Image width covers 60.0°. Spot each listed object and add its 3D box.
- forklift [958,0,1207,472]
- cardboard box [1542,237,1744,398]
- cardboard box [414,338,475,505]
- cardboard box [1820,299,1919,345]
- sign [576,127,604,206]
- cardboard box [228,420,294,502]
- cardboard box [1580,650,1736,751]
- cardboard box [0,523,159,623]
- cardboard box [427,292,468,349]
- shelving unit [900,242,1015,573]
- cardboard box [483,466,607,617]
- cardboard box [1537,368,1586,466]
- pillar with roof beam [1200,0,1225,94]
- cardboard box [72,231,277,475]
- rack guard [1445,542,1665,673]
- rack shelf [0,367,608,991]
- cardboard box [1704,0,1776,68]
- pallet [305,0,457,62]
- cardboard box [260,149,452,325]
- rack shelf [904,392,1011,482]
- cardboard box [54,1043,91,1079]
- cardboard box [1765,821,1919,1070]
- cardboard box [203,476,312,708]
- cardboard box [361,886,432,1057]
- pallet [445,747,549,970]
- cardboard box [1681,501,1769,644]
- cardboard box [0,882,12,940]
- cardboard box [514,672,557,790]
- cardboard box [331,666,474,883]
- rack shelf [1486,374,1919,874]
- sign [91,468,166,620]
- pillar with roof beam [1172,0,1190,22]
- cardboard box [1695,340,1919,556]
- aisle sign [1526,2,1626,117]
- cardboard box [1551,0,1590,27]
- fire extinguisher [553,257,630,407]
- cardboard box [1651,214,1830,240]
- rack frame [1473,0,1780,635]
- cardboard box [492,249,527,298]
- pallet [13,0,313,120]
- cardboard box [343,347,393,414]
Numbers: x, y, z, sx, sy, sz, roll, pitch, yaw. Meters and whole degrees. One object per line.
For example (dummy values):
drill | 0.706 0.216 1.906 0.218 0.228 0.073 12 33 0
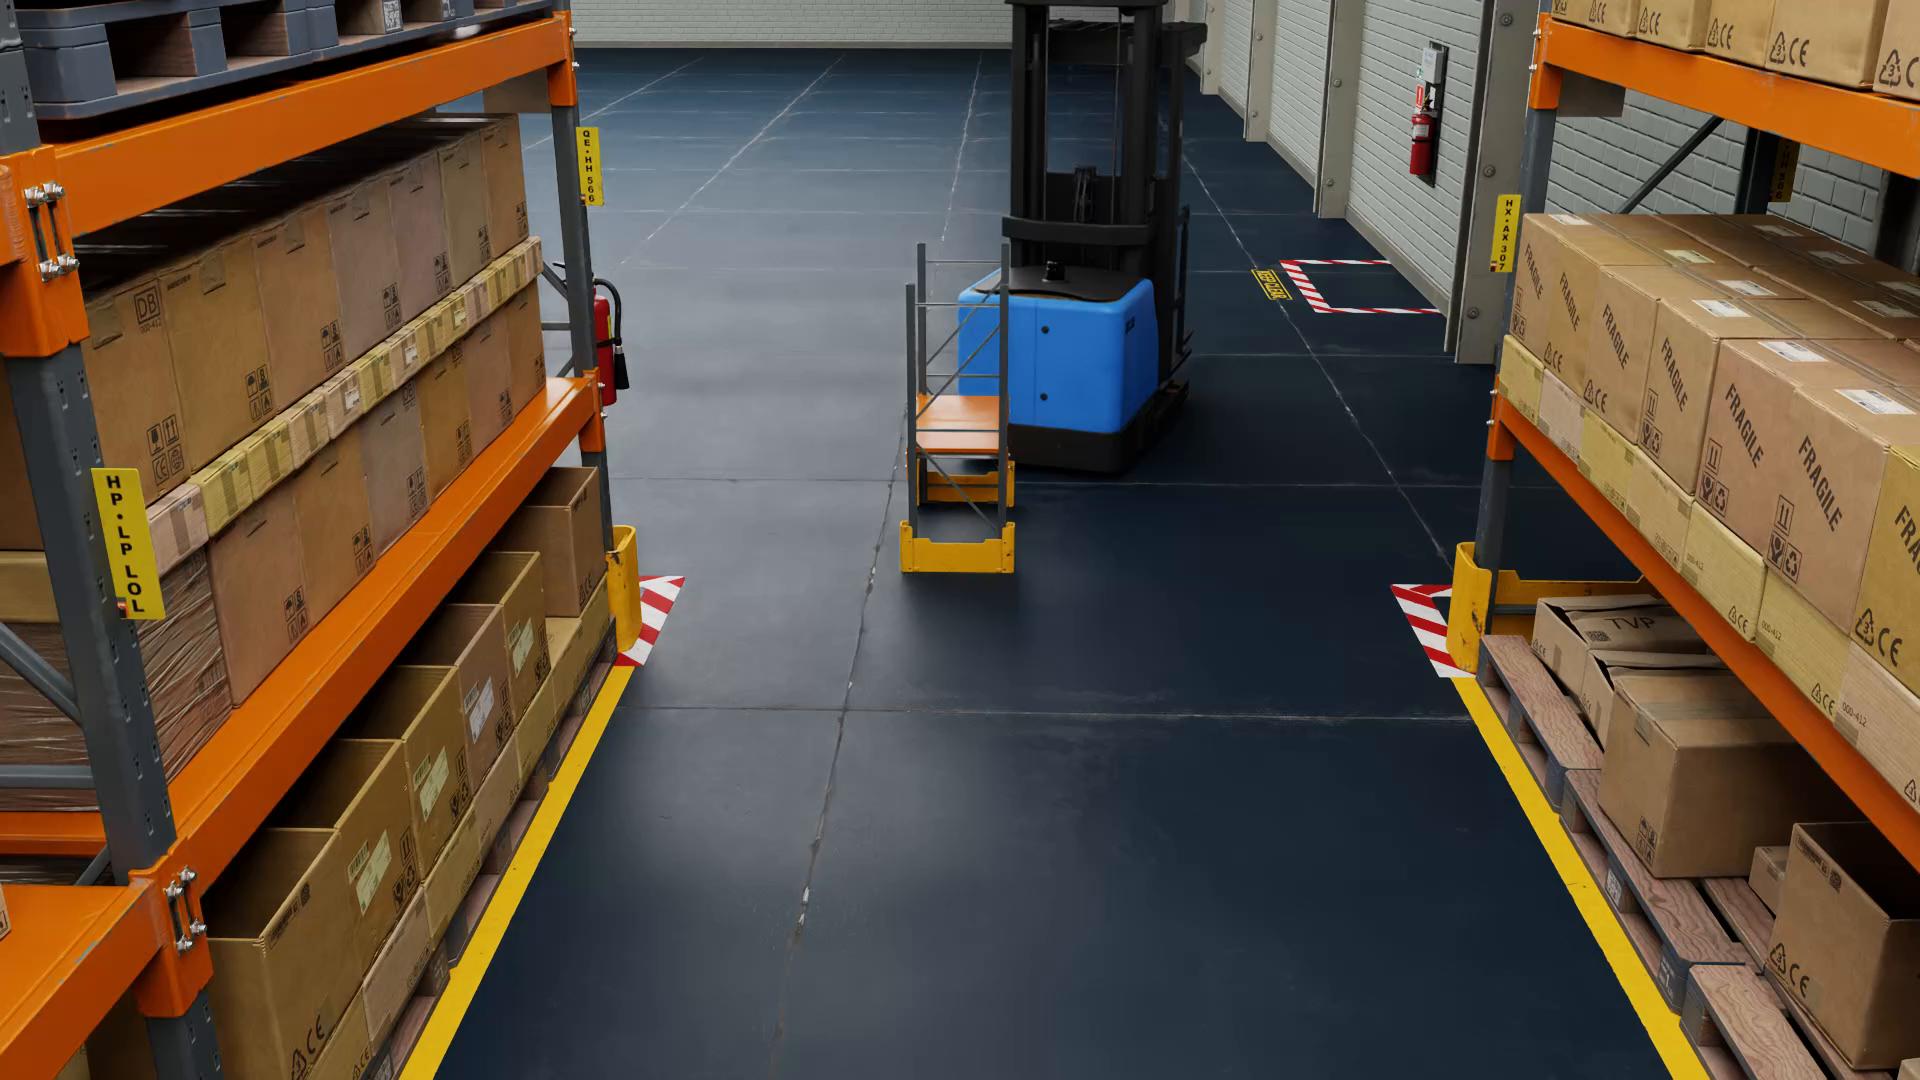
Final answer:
forklift | 0.936 -2.269 10.824 1.130 2.935 3.031 7 22 18
cardboard box | 2.506 -0.823 6.147 0.500 0.500 0.500 1 21 2
cardboard box | -2.165 -0.444 5.888 0.700 0.500 0.500 1 21 2
cardboard box | 2.992 -0.448 5.179 0.500 0.500 0.500 1 21 2
sign | -1.564 -1.575 7.012 0.100 0.325 0.005 1 21 2
cardboard box | -2.005 -0.212 4.394 0.380 0.149 0.250 0 21 1
cardboard box | 2.718 0.621 6.389 0.500 0.311 0.500 2 21 6
cardboard box | -2.025 0.067 3.675 0.380 0.149 0.250 1 21 2
cardboard box | -1.958 -0.771 5.835 0.380 0.149 0.250 1 21 3
shelving unit | 0.002 -0.727 8.829 0.587 1.500 1.083 1 21 2
cardboard box | -1.824 -0.002 7.071 0.500 0.500 0.500 1 21 2
cardboard box | 2.512 -0.461 6.250 0.500 0.250 0.500 0 21 0
pillar with roof beam | 0.116 -12.141 27.880 9.100 9.000 0.400 1 21 2
cardboard box | -2.206 -0.484 4.197 0.700 0.500 0.500 1 21 1
rack guard | 2.844 0.311 7.537 1.175 0.500 0.348 1 21 2
rack shelf | -2.166 0.123 5.559 1.077 0.370 4.000 1 21 2
cardboard box | 2.527 -1.643 4.804 0.500 0.500 0.500 2 21 5
pallet | -2.187 -1.595 4.968 1.003 0.211 1.213 1 21 2
cardboard box | -2.159 -1.027 5.596 0.700 0.500 0.500 1 21 2
rack shelf | 0.003 -0.562 8.902 0.538 0.185 1.000 1 21 2
cardboard box | -2.432 1.427 4.425 0.500 0.250 0.500 1 21 2
cardboard box | 2.716 1.149 4.769 0.500 0.500 0.500 -1 21 -2
cardboard box | -2.210 0.113 4.453 0.700 0.500 0.500 0 21 1
cardboard box | -1.890 1.252 4.876 0.500 0.250 0.500 1 21 2
pallet | -2.127 1.081 5.950 1.003 0.211 1.213 1 21 2
cardboard box | 2.459 0.088 4.835 0.500 0.250 0.500 1 21 1
cardboard box | -2.199 0.759 3.133 0.500 0.250 0.500 2 21 5
cardboard box | -1.843 0.710 6.274 0.500 0.250 0.500 1 21 2
cardboard box | -1.870 0.722 5.206 0.500 0.500 0.500 1 21 2
rack shelf | 2.785 0.176 5.422 1.077 0.370 4.000 1 21 2
sign | -1.685 0.010 3.364 0.100 0.325 0.005 1 21 2
pillar with roof beam | 0.299 -14.311 33.472 9.100 9.000 0.400 1 21 2
cardboard box | 2.465 -0.262 4.700 0.500 0.500 0.500 0 21 0
aisle sign | 2.548 -2.124 6.761 0.394 0.787 0.004 1 21 2
cardboard box | 2.586 -2.218 6.287 0.500 0.500 0.500 1 21 3
fire extinguisher | -1.638 -0.937 7.404 0.296 0.674 0.183 1 21 2
cardboard box | 3.044 -0.998 6.599 0.500 0.500 0.500 0 21 1
rack frame | 2.846 -0.882 7.156 1.000 3.000 0.127 1 21 2
cardboard box | -1.933 -1.050 6.552 0.380 0.149 0.250 1 21 3
pallet | -2.227 -1.155 3.835 1.003 0.211 1.213 1 21 2
cardboard box | -1.982 -0.493 5.119 0.380 0.149 0.250 0 21 1
